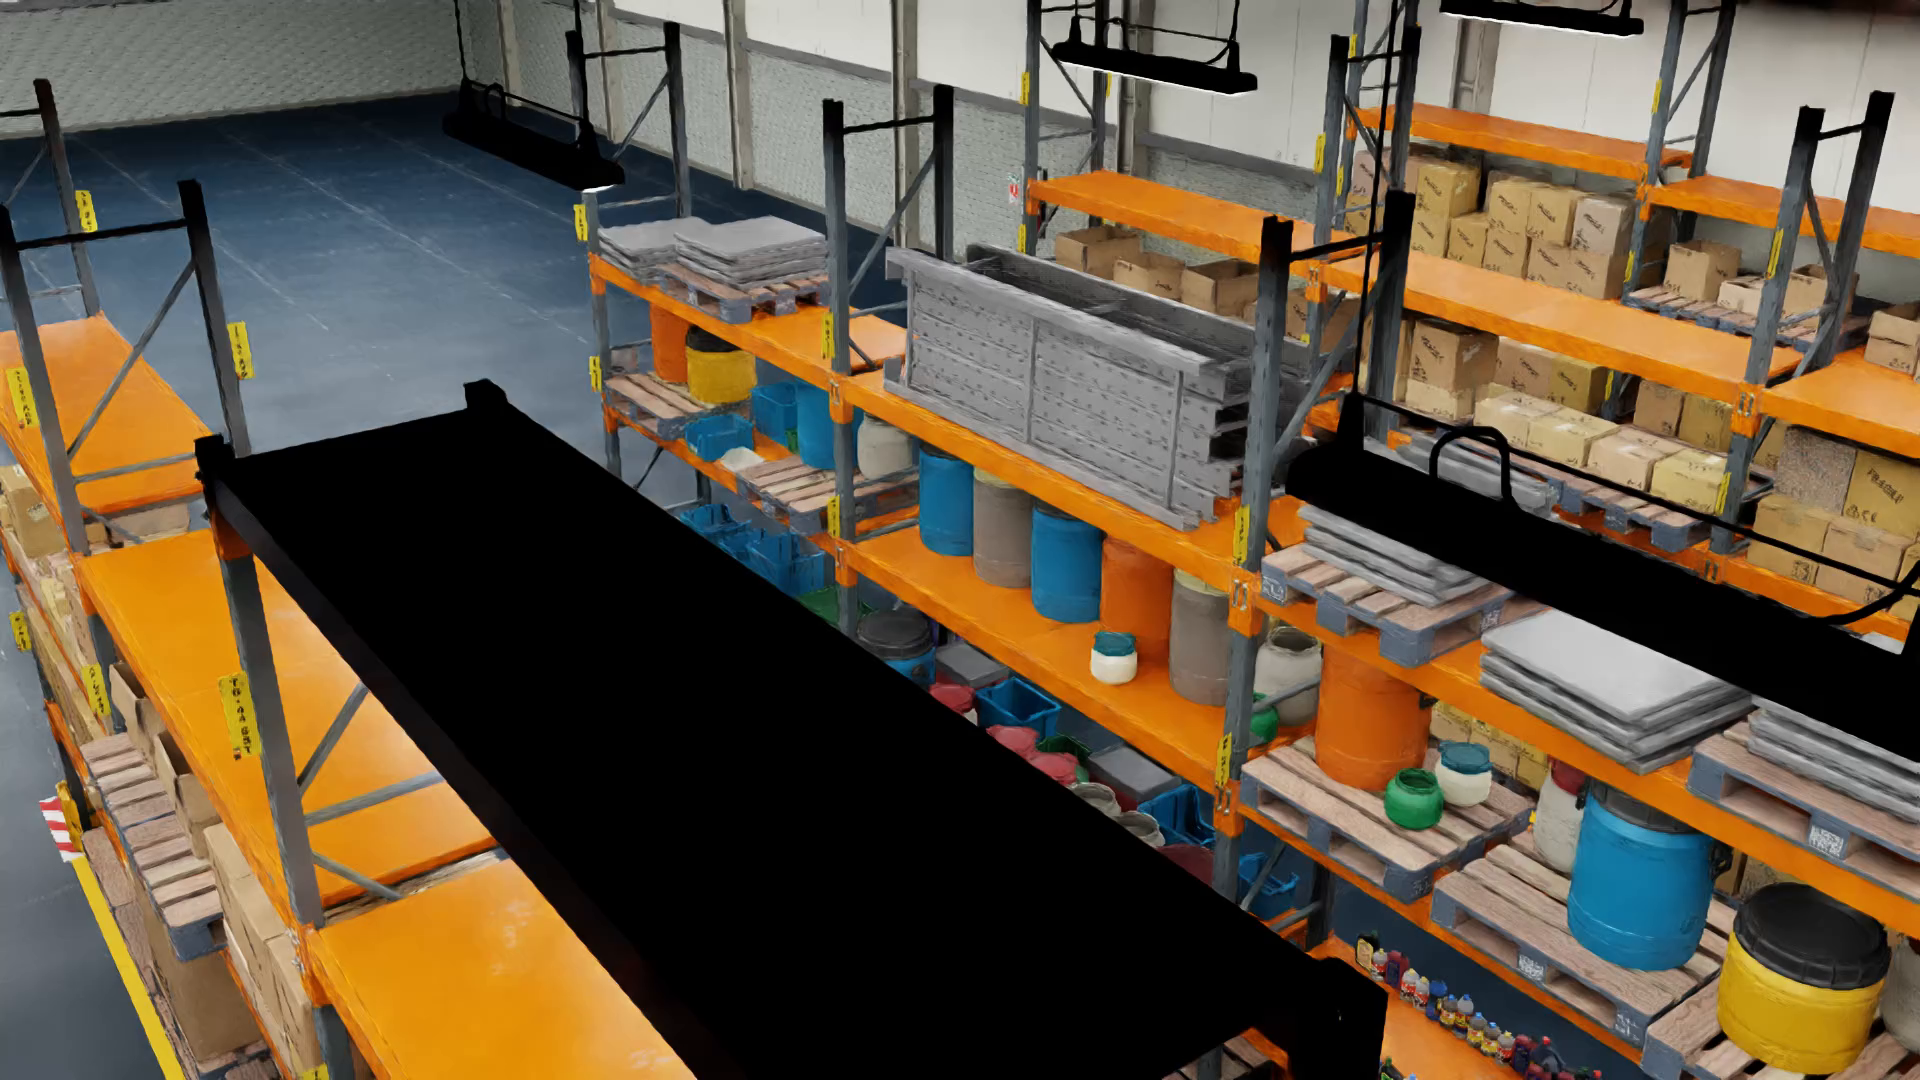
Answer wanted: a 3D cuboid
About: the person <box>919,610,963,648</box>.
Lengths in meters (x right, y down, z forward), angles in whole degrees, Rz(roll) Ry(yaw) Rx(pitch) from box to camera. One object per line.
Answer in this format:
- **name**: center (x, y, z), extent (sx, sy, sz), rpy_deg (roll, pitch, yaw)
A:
- **person**: center (-0.213, 0.383, 16.276), extent (0.625, 1.596, 0.517), rpy_deg (-18, 30, -34)
